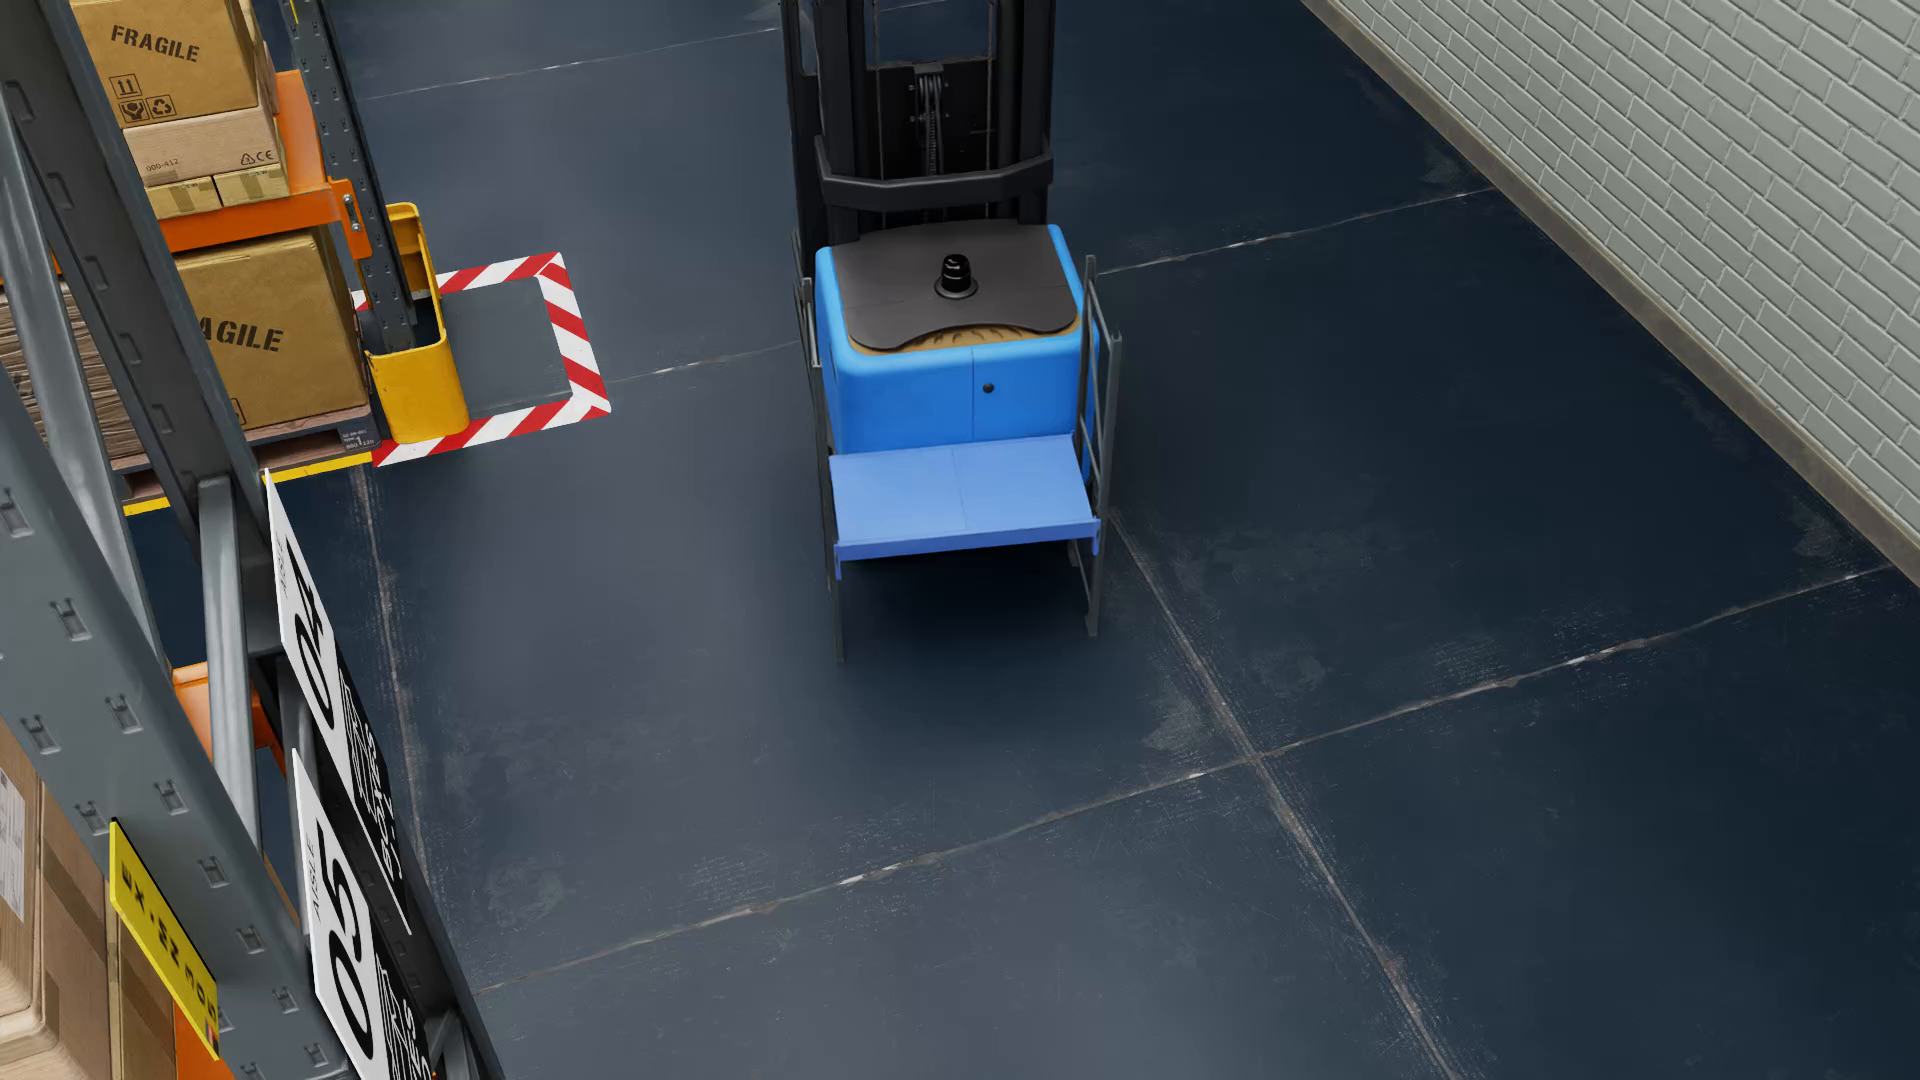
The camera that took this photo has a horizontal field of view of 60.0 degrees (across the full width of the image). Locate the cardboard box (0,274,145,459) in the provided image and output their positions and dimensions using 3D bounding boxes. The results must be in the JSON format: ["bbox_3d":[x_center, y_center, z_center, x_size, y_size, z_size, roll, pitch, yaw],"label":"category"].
[{"bbox_3d":[-4.032,-0.872,7.014,0.875,0.875,0.875,-14,47,-14],"label":"cardboard box"}]

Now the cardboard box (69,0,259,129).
[{"bbox_3d":[-2.970,-1.924,6.226,0.500,0.500,0.500,-14,47,-13],"label":"cardboard box"}]

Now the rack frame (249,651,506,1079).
[{"bbox_3d":[-1.012,1.429,3.517,0.127,3.000,1.000,-14,47,-14],"label":"rack frame"}]

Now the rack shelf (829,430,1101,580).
[{"bbox_3d":[-0.003,-0.141,6.395,1.000,0.185,0.538,-6,45,-5],"label":"rack shelf"}]

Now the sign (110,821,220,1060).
[{"bbox_3d":[-0.843,0.432,1.768,0.005,0.325,0.100,-14,47,-14],"label":"sign"}]

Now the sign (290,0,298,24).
[{"bbox_3d":[-2.430,-2.027,5.977,0.005,0.325,0.100,-14,47,-14],"label":"sign"}]

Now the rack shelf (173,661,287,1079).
[{"bbox_3d":[-2.893,1.105,2.230,4.000,0.370,1.077,-14,47,-14],"label":"rack shelf"}]

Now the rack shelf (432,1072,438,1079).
[{"bbox_3d":[-2.893,2.164,3.293,4.000,0.370,1.077,-14,47,-14],"label":"rack shelf"}]

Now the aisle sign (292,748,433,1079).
[{"bbox_3d":[-0.842,0.693,2.415,0.004,0.787,0.394,-14,47,-14],"label":"aisle sign"}]

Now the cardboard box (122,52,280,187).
[{"bbox_3d":[-2.967,-1.659,6.490,0.500,0.250,0.500,-15,47,-14],"label":"cardboard box"}]

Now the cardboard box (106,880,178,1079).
[{"bbox_3d":[-1.350,0.709,2.223,0.500,0.250,0.500,-15,47,-15],"label":"cardboard box"}]

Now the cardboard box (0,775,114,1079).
[{"bbox_3d":[-1.359,0.527,2.052,0.500,0.250,0.500,-16,47,-15],"label":"cardboard box"}]

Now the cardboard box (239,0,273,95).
[{"bbox_3d":[-3.144,-2.016,6.847,0.500,0.250,0.500,-16,47,-15],"label":"cardboard box"}]

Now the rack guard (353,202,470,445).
[{"bbox_3d":[-2.579,-1.023,7.726,0.348,0.500,1.175,-14,47,-14],"label":"rack guard"}]

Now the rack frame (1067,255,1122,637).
[{"bbox_3d":[0.500,-0.317,6.317,0.032,1.500,0.500,-6,45,-5],"label":"rack frame"}]

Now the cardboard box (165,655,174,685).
[{"bbox_3d":[-1.521,0.361,2.570,0.500,0.250,0.500,-13,46,-12],"label":"cardboard box"}]

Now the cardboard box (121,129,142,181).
[{"bbox_3d":[-3.444,-1.537,6.369,0.500,0.250,0.500,-15,47,-15],"label":"cardboard box"}]

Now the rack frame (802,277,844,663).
[{"bbox_3d":[-0.507,-0.220,6.219,0.032,1.500,0.500,-6,45,-5],"label":"rack frame"}]

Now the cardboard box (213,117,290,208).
[{"bbox_3d":[-2.824,-1.506,6.620,0.250,0.149,0.380,-14,47,-13],"label":"cardboard box"}]

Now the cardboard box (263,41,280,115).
[{"bbox_3d":[-3.047,-1.946,7.058,0.250,0.149,0.380,-14,47,-13],"label":"cardboard box"}]

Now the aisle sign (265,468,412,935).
[{"bbox_3d":[-1.045,0.294,2.813,0.004,0.787,0.394,-14,47,-14],"label":"aisle sign"}]

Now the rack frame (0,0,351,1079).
[{"bbox_3d":[-1.012,-0.689,1.393,0.127,3.000,1.000,-14,47,-14],"label":"rack frame"}]

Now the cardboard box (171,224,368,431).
[{"bbox_3d":[-3.176,-1.091,7.232,0.875,0.875,0.875,-14,47,-14],"label":"cardboard box"}]

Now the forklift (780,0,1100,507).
[{"bbox_3d":[-0.205,-2.020,7.003,1.130,2.935,3.031,-7,46,-7],"label":"forklift"}]

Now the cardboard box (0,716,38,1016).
[{"bbox_3d":[-1.225,0.381,1.915,0.250,0.149,0.380,-15,47,-14],"label":"cardboard box"}]

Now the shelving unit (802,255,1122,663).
[{"bbox_3d":[-0.003,-0.268,6.268,1.048,1.500,0.538,-6,45,-5],"label":"shelving unit"}]

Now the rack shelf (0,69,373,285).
[{"bbox_3d":[-4.482,-1.165,6.610,4.000,0.370,1.077,-14,47,-14],"label":"rack shelf"}]

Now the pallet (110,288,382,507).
[{"bbox_3d":[-3.327,-0.671,7.579,1.213,0.211,1.003,-14,47,-14],"label":"pallet"}]

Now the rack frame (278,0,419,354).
[{"bbox_3d":[-2.601,-1.900,6.835,0.127,3.000,1.000,-14,47,-14],"label":"rack frame"}]

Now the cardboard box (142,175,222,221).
[{"bbox_3d":[-3.068,-1.443,6.557,0.250,0.149,0.380,-14,47,-13],"label":"cardboard box"}]

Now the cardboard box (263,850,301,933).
[{"bbox_3d":[-1.525,0.867,3.091,0.500,0.500,0.500,-15,47,-14],"label":"cardboard box"}]
